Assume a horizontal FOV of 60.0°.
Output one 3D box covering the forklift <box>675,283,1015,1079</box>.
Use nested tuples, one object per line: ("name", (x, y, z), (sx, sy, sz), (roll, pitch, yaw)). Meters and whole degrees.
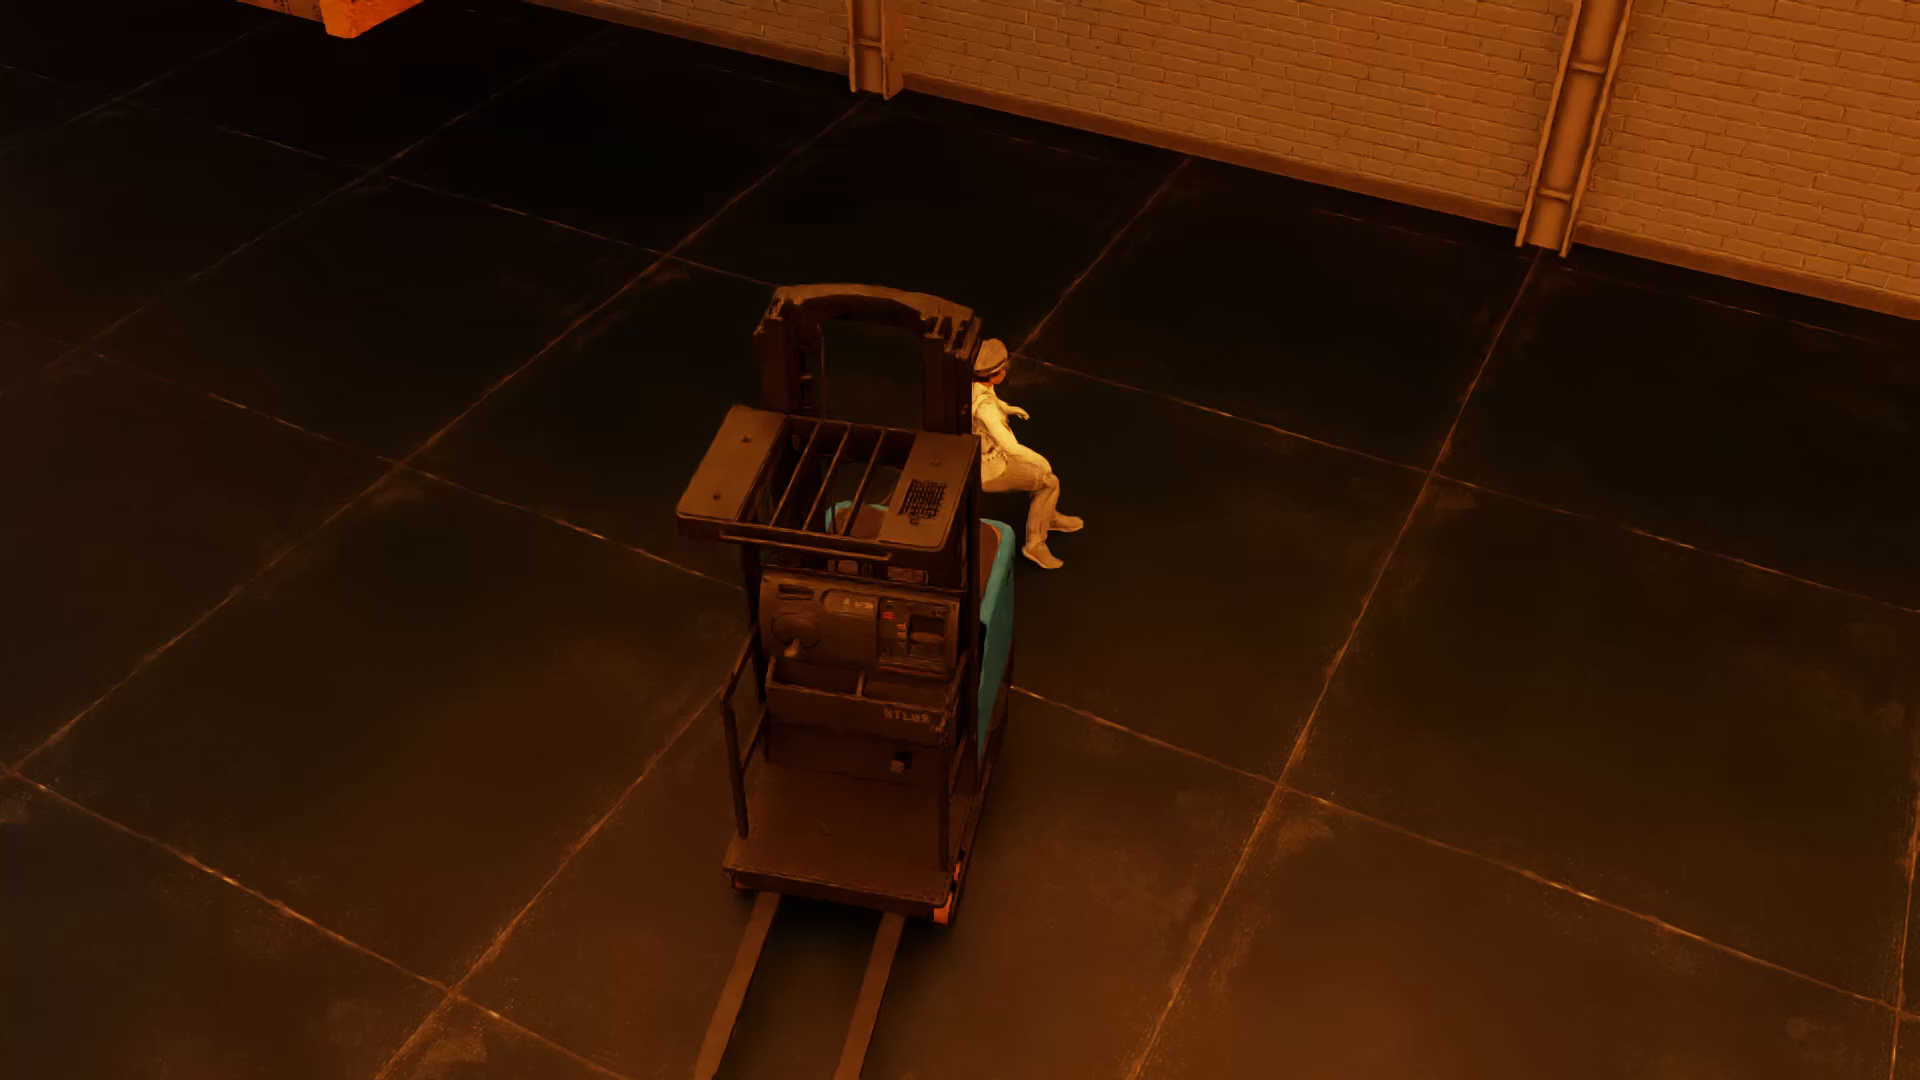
("forklift", (-0.504, 0.469, 7.430), (1.130, 2.935, 3.031), (8, 41, 9))

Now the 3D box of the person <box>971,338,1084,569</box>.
("person", (0.362, -0.560, 9.850), (0.800, 1.475, 0.766), (-18, 43, -20))
